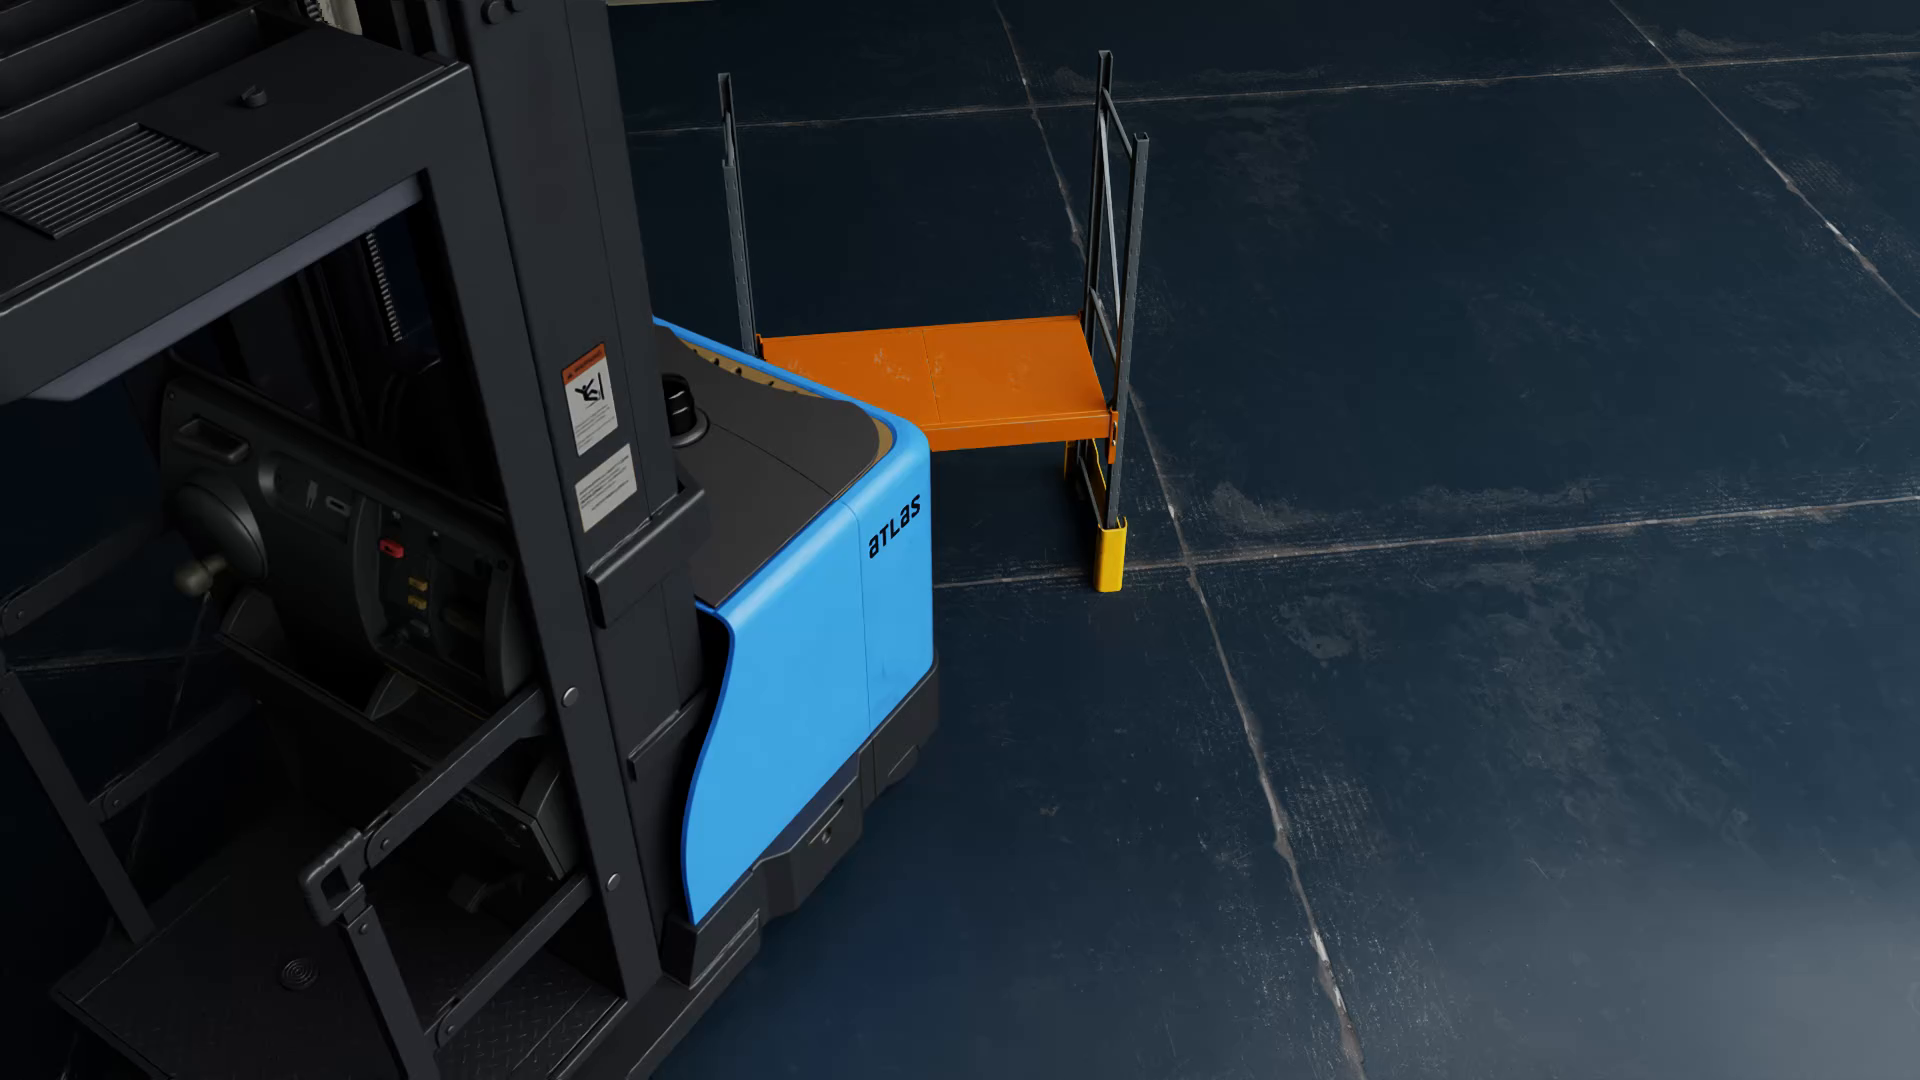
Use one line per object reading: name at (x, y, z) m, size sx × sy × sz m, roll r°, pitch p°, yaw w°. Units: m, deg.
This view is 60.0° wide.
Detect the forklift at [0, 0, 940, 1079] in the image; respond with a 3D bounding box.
forklift at (-1.282, 0.094, 2.958) m, size 1.130 × 2.935 × 3.031 m, roll 24°, pitch 47°, yaw 24°

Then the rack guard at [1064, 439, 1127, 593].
rack guard at (0.418, -0.129, 5.207) m, size 0.087 × 0.250 × 0.587 m, roll -5°, pitch 42°, yaw -6°

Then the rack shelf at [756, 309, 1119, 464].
rack shelf at (-0.085, -0.416, 4.860) m, size 1.000 × 0.185 × 0.538 m, roll -5°, pitch 42°, yaw -6°

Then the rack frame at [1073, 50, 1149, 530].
rack frame at (0.419, -0.594, 4.788) m, size 0.032 × 1.500 × 0.500 m, roll -5°, pitch 42°, yaw -6°

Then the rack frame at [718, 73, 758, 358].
rack frame at (-0.589, -0.505, 4.691) m, size 0.032 × 1.500 × 0.500 m, roll -5°, pitch 42°, yaw -6°

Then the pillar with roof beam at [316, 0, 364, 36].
pillar with roof beam at (-2.244, -2.927, 1.777) m, size 0.400 × 9.000 × 9.100 m, roll -5°, pitch 42°, yaw -6°

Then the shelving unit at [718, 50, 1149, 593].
shelving unit at (-0.076, -0.550, 4.740) m, size 1.083 × 1.500 × 0.587 m, roll -5°, pitch 42°, yaw -6°
